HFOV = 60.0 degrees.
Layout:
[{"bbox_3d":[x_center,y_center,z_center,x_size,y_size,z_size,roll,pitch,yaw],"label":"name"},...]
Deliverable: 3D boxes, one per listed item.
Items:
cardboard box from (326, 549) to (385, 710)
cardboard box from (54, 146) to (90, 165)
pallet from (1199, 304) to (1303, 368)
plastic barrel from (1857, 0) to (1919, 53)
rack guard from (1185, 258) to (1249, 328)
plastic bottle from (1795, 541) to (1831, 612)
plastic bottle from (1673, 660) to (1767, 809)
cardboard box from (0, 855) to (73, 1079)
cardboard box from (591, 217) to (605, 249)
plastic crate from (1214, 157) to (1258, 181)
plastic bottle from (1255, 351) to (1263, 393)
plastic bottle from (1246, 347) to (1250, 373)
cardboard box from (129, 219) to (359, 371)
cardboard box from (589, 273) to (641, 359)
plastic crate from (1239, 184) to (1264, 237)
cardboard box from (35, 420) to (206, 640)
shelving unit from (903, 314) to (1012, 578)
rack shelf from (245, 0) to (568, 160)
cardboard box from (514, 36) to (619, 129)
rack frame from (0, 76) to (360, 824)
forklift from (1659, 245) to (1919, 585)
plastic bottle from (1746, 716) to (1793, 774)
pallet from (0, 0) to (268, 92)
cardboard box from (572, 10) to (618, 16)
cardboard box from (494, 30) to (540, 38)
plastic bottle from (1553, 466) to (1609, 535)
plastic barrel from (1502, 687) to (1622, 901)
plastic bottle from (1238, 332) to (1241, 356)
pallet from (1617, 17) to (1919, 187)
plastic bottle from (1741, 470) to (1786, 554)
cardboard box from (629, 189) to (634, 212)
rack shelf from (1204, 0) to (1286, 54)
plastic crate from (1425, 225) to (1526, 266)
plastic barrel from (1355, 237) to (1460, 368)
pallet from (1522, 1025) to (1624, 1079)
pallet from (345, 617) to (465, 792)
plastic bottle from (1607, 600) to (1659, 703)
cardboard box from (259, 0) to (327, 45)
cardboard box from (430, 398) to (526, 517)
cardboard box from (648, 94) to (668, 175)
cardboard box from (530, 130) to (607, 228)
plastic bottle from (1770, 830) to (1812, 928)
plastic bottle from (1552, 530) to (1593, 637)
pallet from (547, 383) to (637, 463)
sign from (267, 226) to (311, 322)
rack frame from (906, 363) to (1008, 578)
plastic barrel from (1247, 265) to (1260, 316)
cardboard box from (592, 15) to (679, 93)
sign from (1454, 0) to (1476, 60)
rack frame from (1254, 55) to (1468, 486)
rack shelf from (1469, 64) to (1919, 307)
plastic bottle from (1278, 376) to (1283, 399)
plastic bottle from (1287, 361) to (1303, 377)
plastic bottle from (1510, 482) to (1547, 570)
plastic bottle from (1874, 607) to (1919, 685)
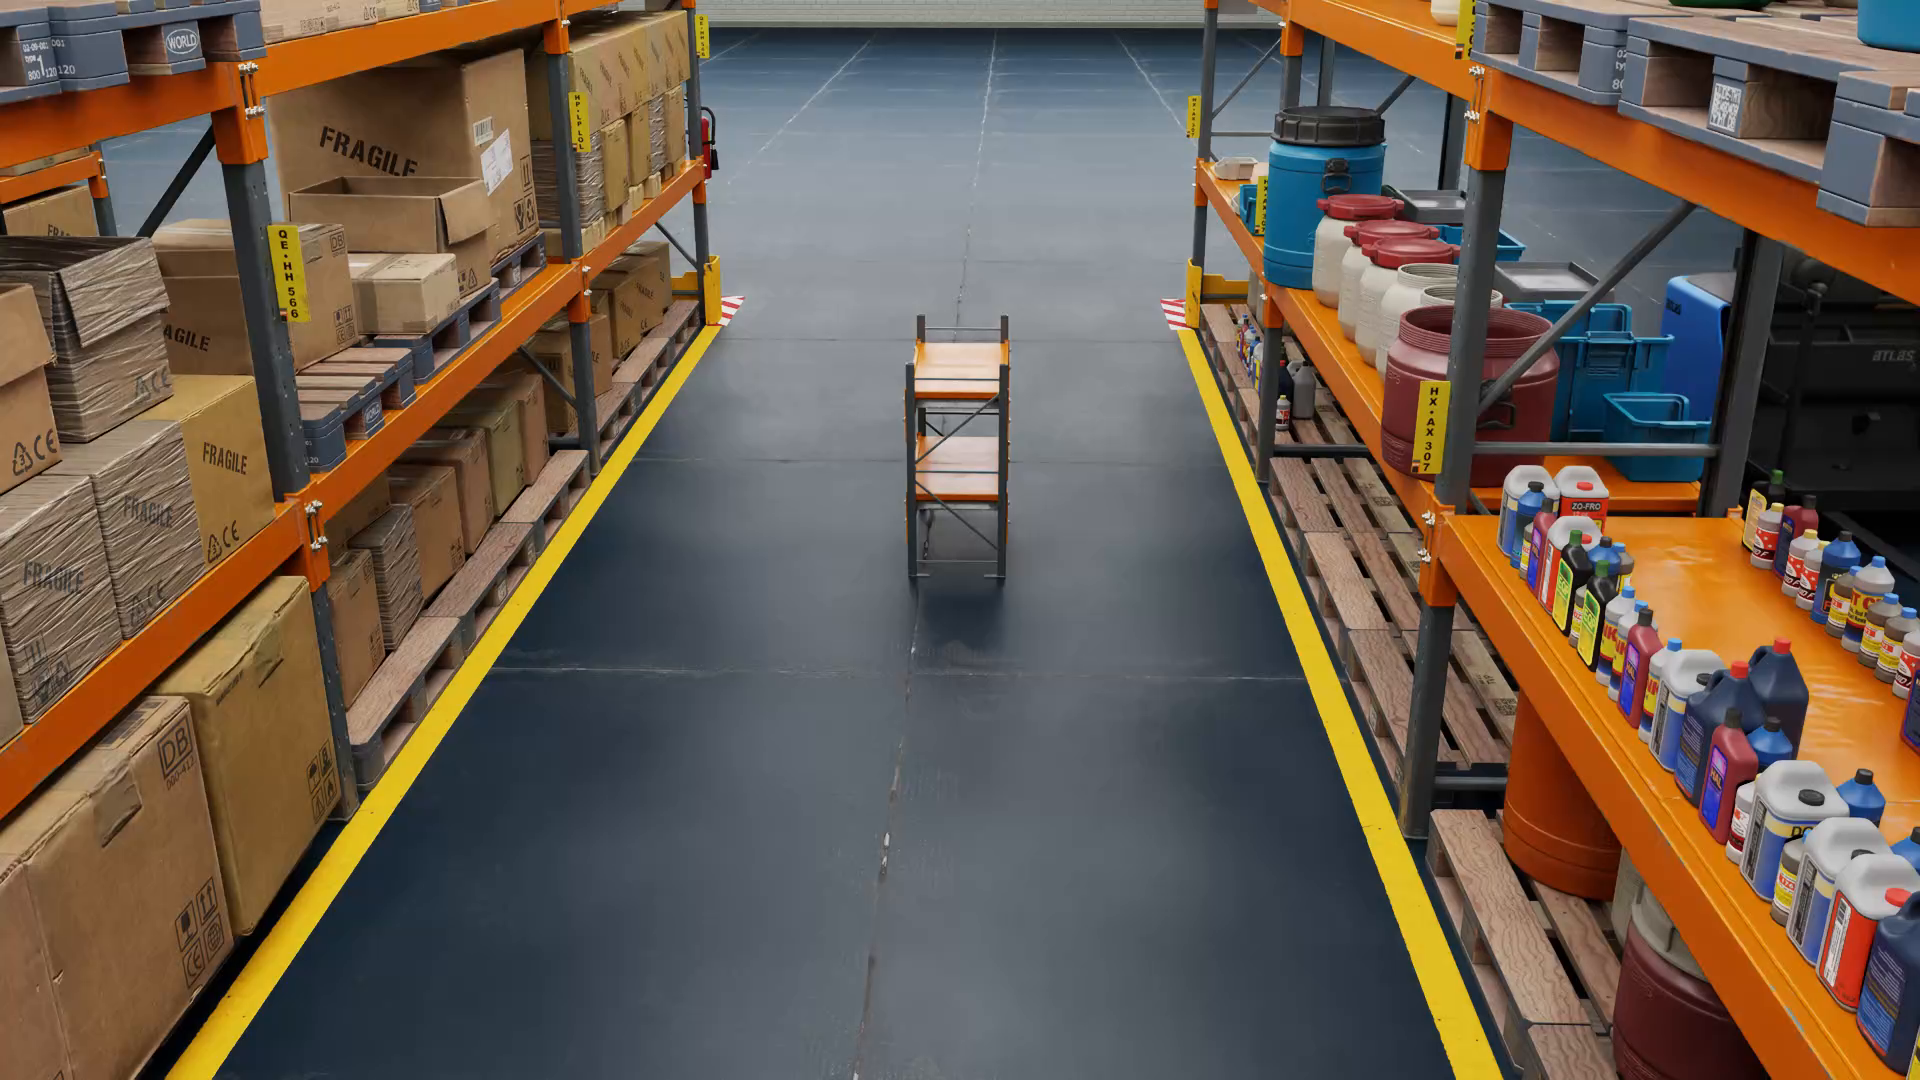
[{"bbox_3d":[-2.804,0.362,6.796,0.700,0.500,0.500,0,21,-1],"label":"cardboard box"},{"bbox_3d":[-7.481,-3.274,13.114,0.875,0.550,0.550,1,21,2],"label":"cardboard box"},{"bbox_3d":[2.405,-1.572,12.788,1.003,0.211,1.213,1,21,2],"label":"pallet"},{"bbox_3d":[1.924,-1.301,2.816,0.600,0.901,0.708,1,21,2],"label":"plastic barrel"},{"bbox_3d":[2.435,-2.000,13.493,1.175,0.500,0.348,1,21,2],"label":"rack guard"},{"bbox_3d":[2.529,0.103,4.892,0.097,0.201,0.097,0,21,0],"label":"plastic bottle"},{"bbox_3d":[1.759,0.434,3.832,0.144,0.351,0.185,1,21,2],"label":"plastic bottle"},{"bbox_3d":[-2.900,1.331,3.809,1.225,0.875,0.875,0,21,0],"label":"cardboard box"},{"bbox_3d":[-2.355,-1.849,9.996,0.380,0.149,0.250,1,21,2],"label":"cardboard box"},{"bbox_3d":[2.041,-2.751,12.336,0.298,0.136,0.250,1,21,2],"label":"plastic crate"},{"bbox_3d":[2.015,-1.140,10.873,0.144,0.351,0.185,1,21,1],"label":"plastic bottle"},{"bbox_3d":[2.007,-1.246,11.354,0.097,0.201,0.097,0,21,0],"label":"plastic bottle"},{"bbox_3d":[-2.911,-0.996,6.732,0.700,0.500,0.500,4,22,10],"label":"cardboard box"},{"bbox_3d":[-2.618,-1.610,11.907,0.500,0.500,0.500,3,21,7],"label":"cardboard box"},{"bbox_3d":[2.030,-2.081,10.451,0.499,0.251,0.616,1,21,2],"label":"plastic crate"},{"bbox_3d":[-2.592,-0.041,4.849,0.500,0.500,0.500,0,21,1],"label":"cardboard box"},{"bbox_3d":[0.000,-0.522,8.819,0.538,1.125,1.048,1,21,2],"label":"shelving unit"},{"bbox_3d":[-2.743,-2.142,7.250,1.077,0.370,4.000,1,21,2],"label":"rack shelf"},{"bbox_3d":[-2.401,-2.794,10.151,0.500,0.500,0.500,1,21,2],"label":"cardboard box"},{"bbox_3d":[-2.804,-0.355,5.798,1.000,3.000,0.127,1,21,2],"label":"rack frame"},{"bbox_3d":[4.890,-1.473,8.774,1.130,2.935,3.031,0,21,-1],"label":"forklift"},{"bbox_3d":[1.792,0.523,3.713,0.097,0.271,0.097,0,21,0],"label":"plastic bottle"},{"bbox_3d":[-2.771,-1.432,4.688,1.213,0.211,1.003,2,21,4],"label":"pallet"},{"bbox_3d":[-2.850,-3.704,12.496,0.500,0.500,0.500,1,21,2],"label":"cardboard box"},{"bbox_3d":[-2.914,-2.980,10.632,0.500,0.500,0.500,1,21,2],"label":"cardboard box"},{"bbox_3d":[1.962,-0.089,5.282,0.152,0.276,0.135,1,21,2],"label":"plastic bottle"},{"bbox_3d":[2.149,0.692,5.518,0.600,0.830,0.708,1,21,2],"label":"plastic barrel"},{"bbox_3d":[2.020,-1.404,11.762,0.097,0.201,0.097,0,21,0],"label":"plastic bottle"},{"bbox_3d":[1.983,-0.860,3.212,1.003,0.211,1.213,1,21,2],"label":"pallet"},{"bbox_3d":[2.561,-0.096,5.290,0.061,0.283,0.133,1,21,2],"label":"plastic bottle"},{"bbox_3d":[-2.362,-2.211,10.929,0.380,0.149,0.250,1,21,2],"label":"cardboard box"},{"bbox_3d":[2.329,-3.533,10.837,1.077,0.370,4.000,1,21,2],"label":"rack shelf"},{"bbox_3d":[2.546,-1.338,8.351,0.392,0.384,0.575,1,21,2],"label":"plastic crate"},{"bbox_3d":[1.984,-1.045,7.389,0.433,0.535,0.433,0,21,0],"label":"plastic barrel"},{"bbox_3d":[2.124,1.725,4.293,1.003,0.211,1.213,1,21,2],"label":"pallet"},{"bbox_3d":[-2.779,0.662,7.031,1.003,0.211,1.213,1,21,2],"label":"pallet"},{"bbox_3d":[1.751,0.288,4.319,0.097,0.271,0.097,0,21,0],"label":"plastic bottle"},{"bbox_3d":[-2.535,-1.851,5.714,0.500,0.250,0.500,1,21,3],"label":"cardboard box"},{"bbox_3d":[-2.756,-0.447,8.883,0.700,0.500,0.500,1,21,1],"label":"cardboard box"},{"bbox_3d":[-2.559,-2.872,11.735,0.875,0.500,0.500,1,21,2],"label":"cardboard box"},{"bbox_3d":[-2.607,-2.149,9.871,0.875,0.500,0.500,1,21,2],"label":"cardboard box"},{"bbox_3d":[1.720,0.687,3.387,0.097,0.201,0.097,0,21,0],"label":"plastic bottle"},{"bbox_3d":[1.747,0.122,4.730,0.061,0.283,0.133,1,21,2],"label":"plastic bottle"},{"bbox_3d":[-2.697,-0.745,10.657,1.003,0.211,1.213,1,21,2],"label":"pallet"},{"bbox_3d":[-2.249,-0.890,5.576,0.100,0.325,0.005,1,21,2],"label":"sign"},{"bbox_3d":[-0.016,-0.338,8.345,0.500,1.125,0.032,1,21,2],"label":"rack frame"},{"bbox_3d":[2.446,-1.991,12.871,0.421,0.512,0.421,0,21,0],"label":"plastic barrel"},{"bbox_3d":[-2.340,-3.517,12.015,0.500,0.500,0.500,1,21,2],"label":"cardboard box"},{"bbox_3d":[1.596,-1.654,5.143,0.100,0.325,0.005,1,21,2],"label":"sign"},{"bbox_3d":[2.268,-1.747,9.385,1.000,3.000,0.127,1,21,2],"label":"rack frame"},{"bbox_3d":[2.086,-0.641,3.382,1.077,0.370,4.000,1,21,2],"label":"rack shelf"},{"bbox_3d":[1.953,-0.864,10.255,0.061,0.283,0.133,2,21,4],"label":"plastic bottle"},{"bbox_3d":[2.154,-0.995,10.605,0.152,0.276,0.135,1,21,2],"label":"plastic bottle"},{"bbox_3d":[1.779,-0.046,5.180,0.097,0.271,0.097,0,21,0],"label":"plastic bottle"},{"bbox_3d":[2.514,0.279,4.438,0.097,0.201,0.097,0,21,0],"label":"plastic bottle"}]
